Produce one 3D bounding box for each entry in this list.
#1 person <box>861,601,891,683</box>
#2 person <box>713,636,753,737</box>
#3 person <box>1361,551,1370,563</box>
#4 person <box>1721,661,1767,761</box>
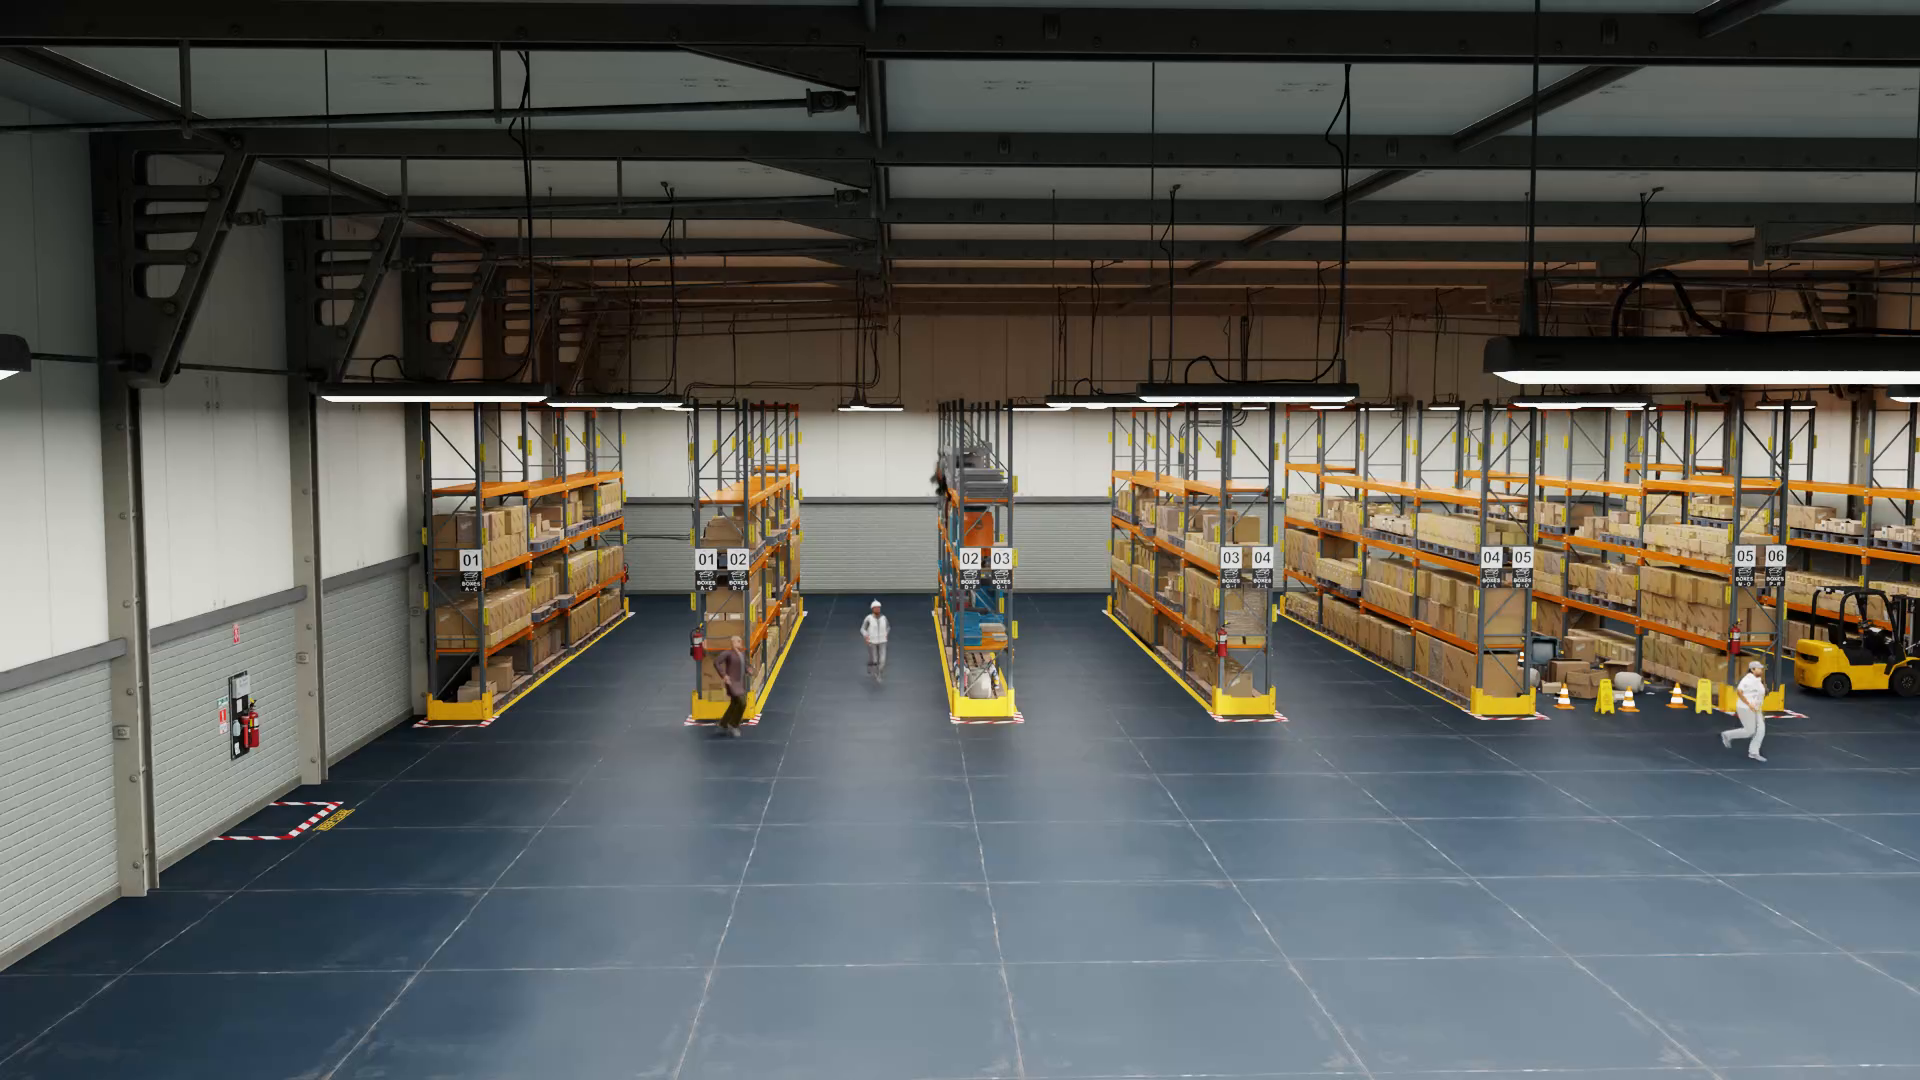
[{"bbox_3d":[-1.812,2.168,35.566,0.622,1.732,0.625,-2,5,-19],"label":"person"},{"bbox_3d":[-4.004,2.650,29.631,0.724,1.727,0.687,2,5,25],"label":"person"},{"bbox_3d":[12.152,1.118,49.964,0.594,1.617,0.563,-2,5,-21],"label":"person"},{"bbox_3d":[13.112,2.821,27.703,0.629,1.647,0.729,-4,6,-44],"label":"person"}]
